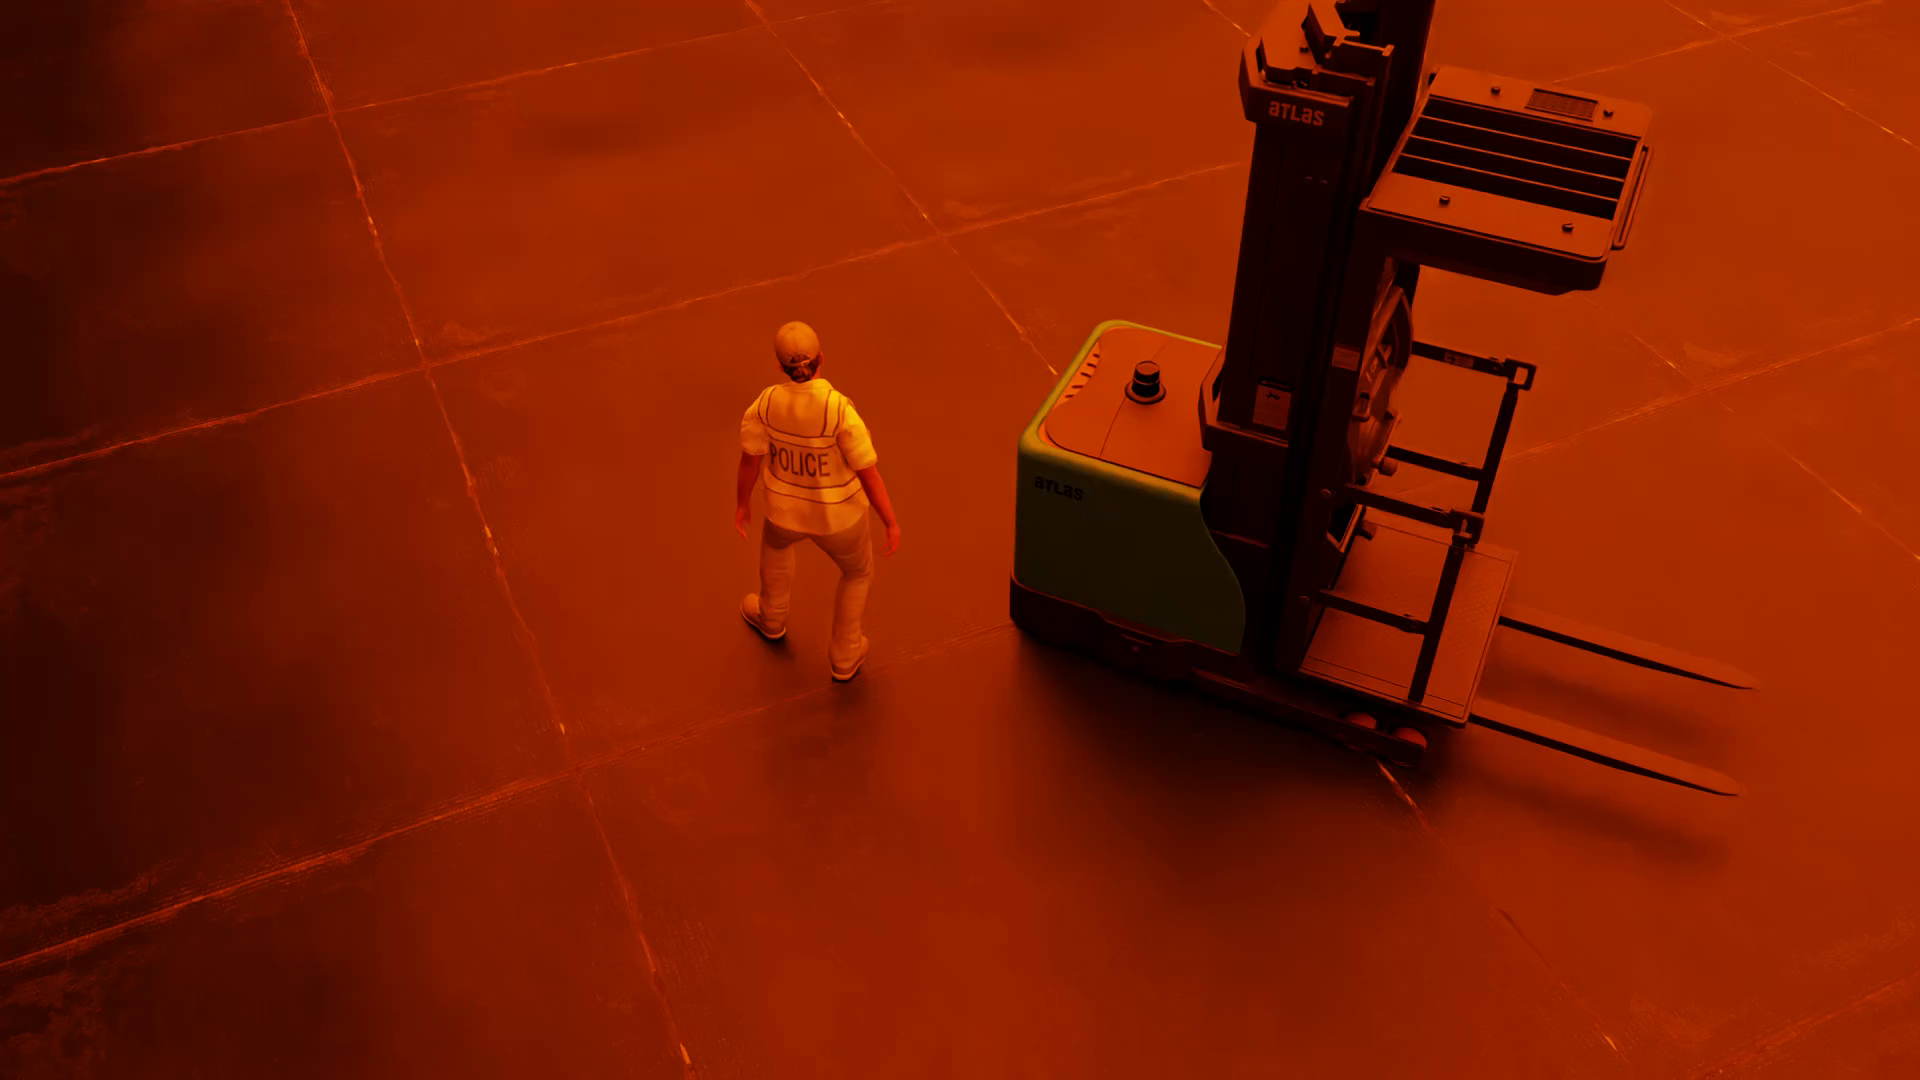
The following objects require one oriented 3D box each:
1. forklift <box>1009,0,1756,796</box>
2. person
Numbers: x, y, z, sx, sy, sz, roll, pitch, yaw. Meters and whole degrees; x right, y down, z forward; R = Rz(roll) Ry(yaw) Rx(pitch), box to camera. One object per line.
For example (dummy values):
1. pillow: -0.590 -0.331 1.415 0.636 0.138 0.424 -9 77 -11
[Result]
1. forklift: 1.779 -0.558 6.278 3.031 2.935 1.130 17 46 18
2. person: -0.607 -0.157 6.828 0.830 1.639 0.473 13 45 14
